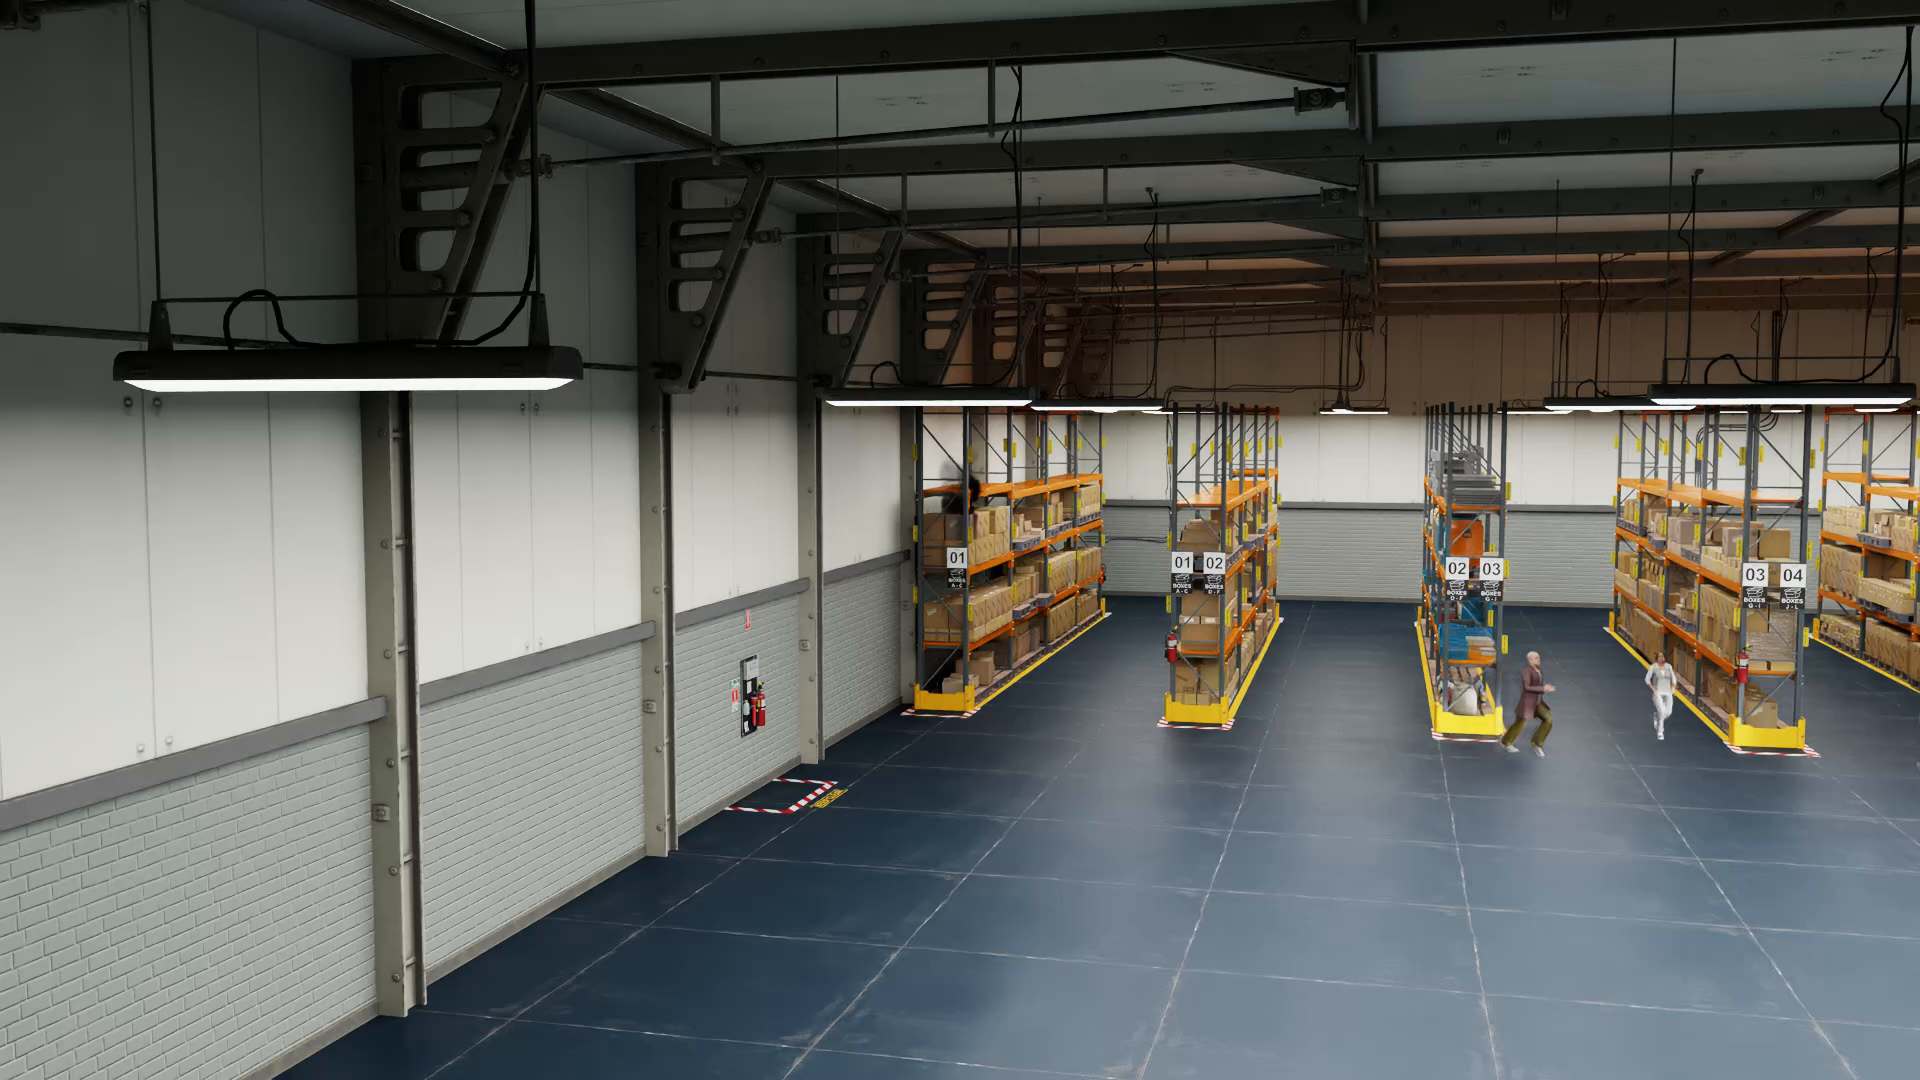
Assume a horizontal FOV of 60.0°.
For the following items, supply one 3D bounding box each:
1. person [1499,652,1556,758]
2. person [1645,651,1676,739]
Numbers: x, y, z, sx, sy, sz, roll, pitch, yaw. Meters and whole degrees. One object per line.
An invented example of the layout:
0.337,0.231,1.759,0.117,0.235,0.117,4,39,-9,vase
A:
9.617,2.768,28.037,0.722,1.807,0.962,-4,6,-41,person
12.524,2.756,29.748,0.536,1.568,0.506,0,4,7,person
